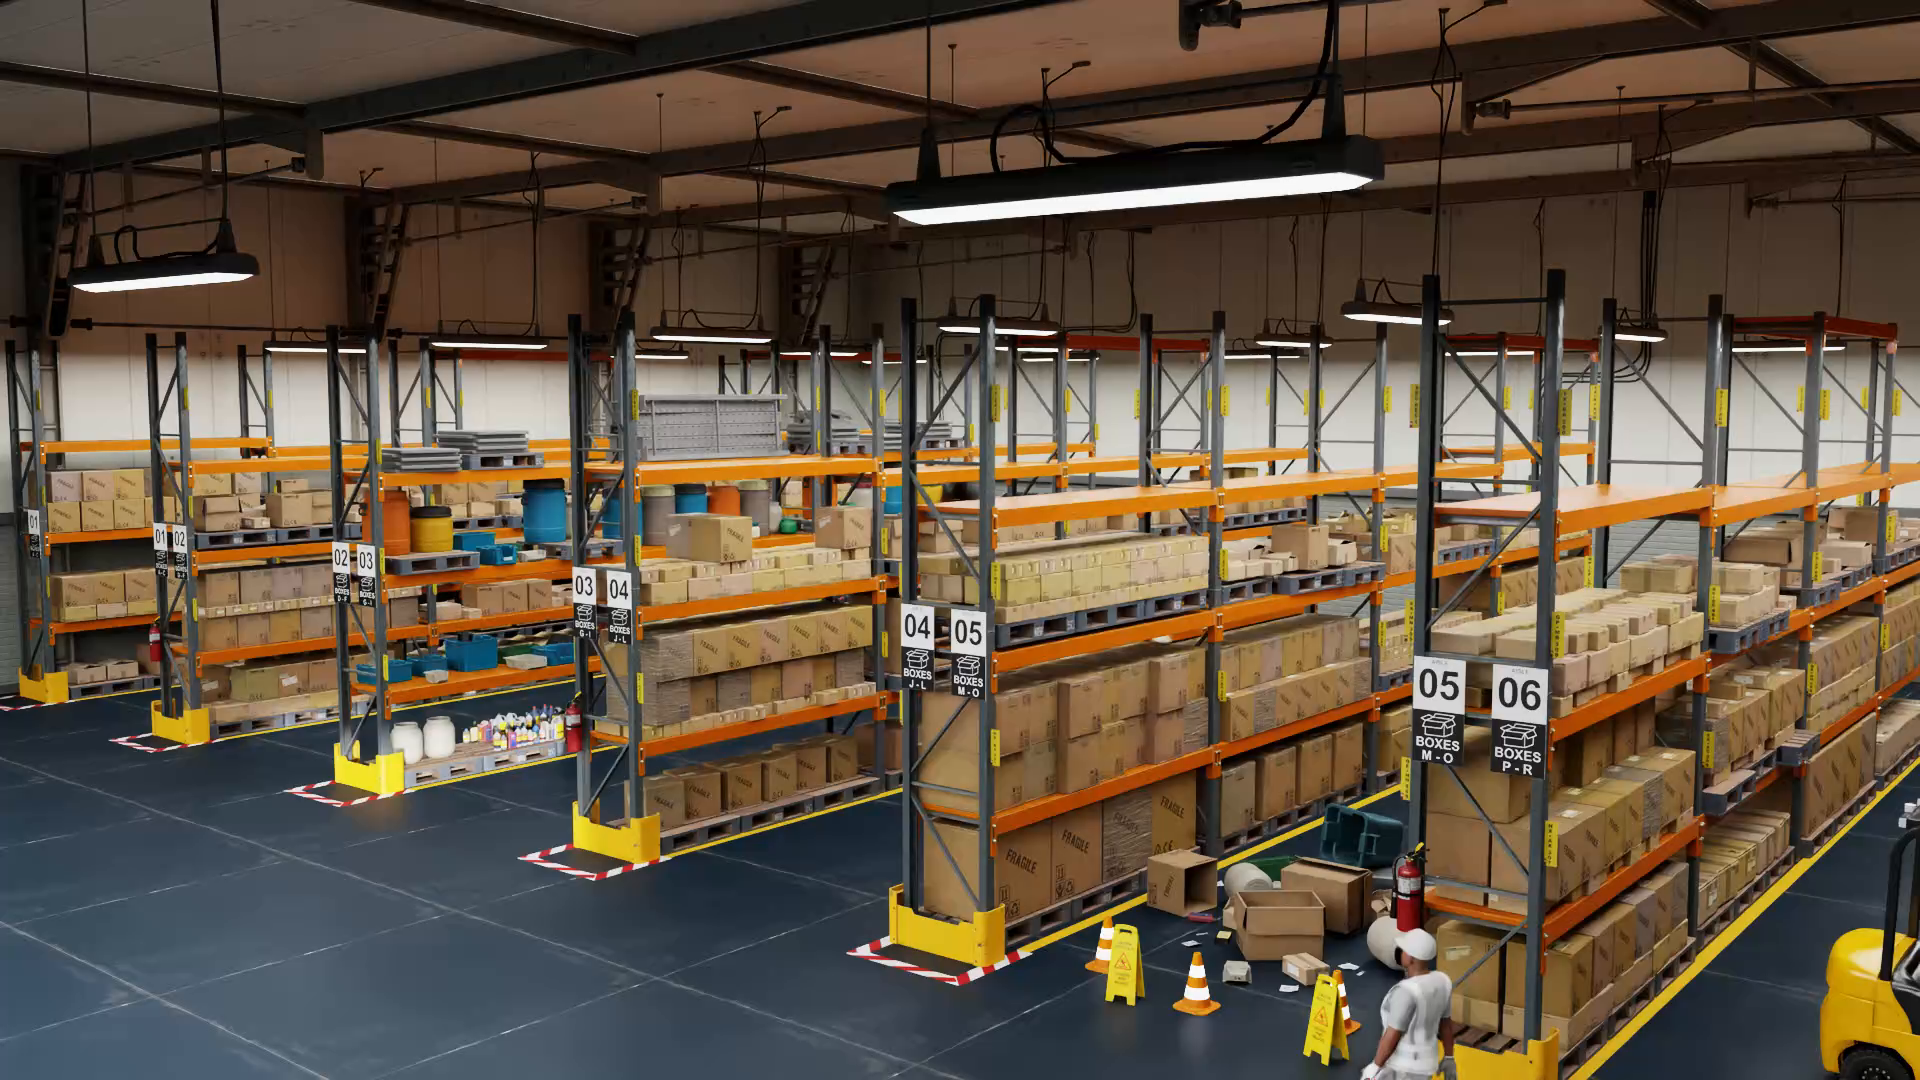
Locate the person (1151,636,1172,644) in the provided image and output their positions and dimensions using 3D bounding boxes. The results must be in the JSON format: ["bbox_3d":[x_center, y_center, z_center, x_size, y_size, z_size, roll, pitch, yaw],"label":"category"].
[{"bbox_3d":[2.505,2.116,21.763,0.630,1.780,0.510,-4,7,-38],"label":"person"}]

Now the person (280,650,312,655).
[{"bbox_3d":[-11.120,1.786,27.923,0.611,1.760,0.592,-2,6,-23],"label":"person"}]

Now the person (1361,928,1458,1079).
[{"bbox_3d":[2.854,3.344,10.614,1.030,1.751,0.505,2,5,20],"label":"person"}]
